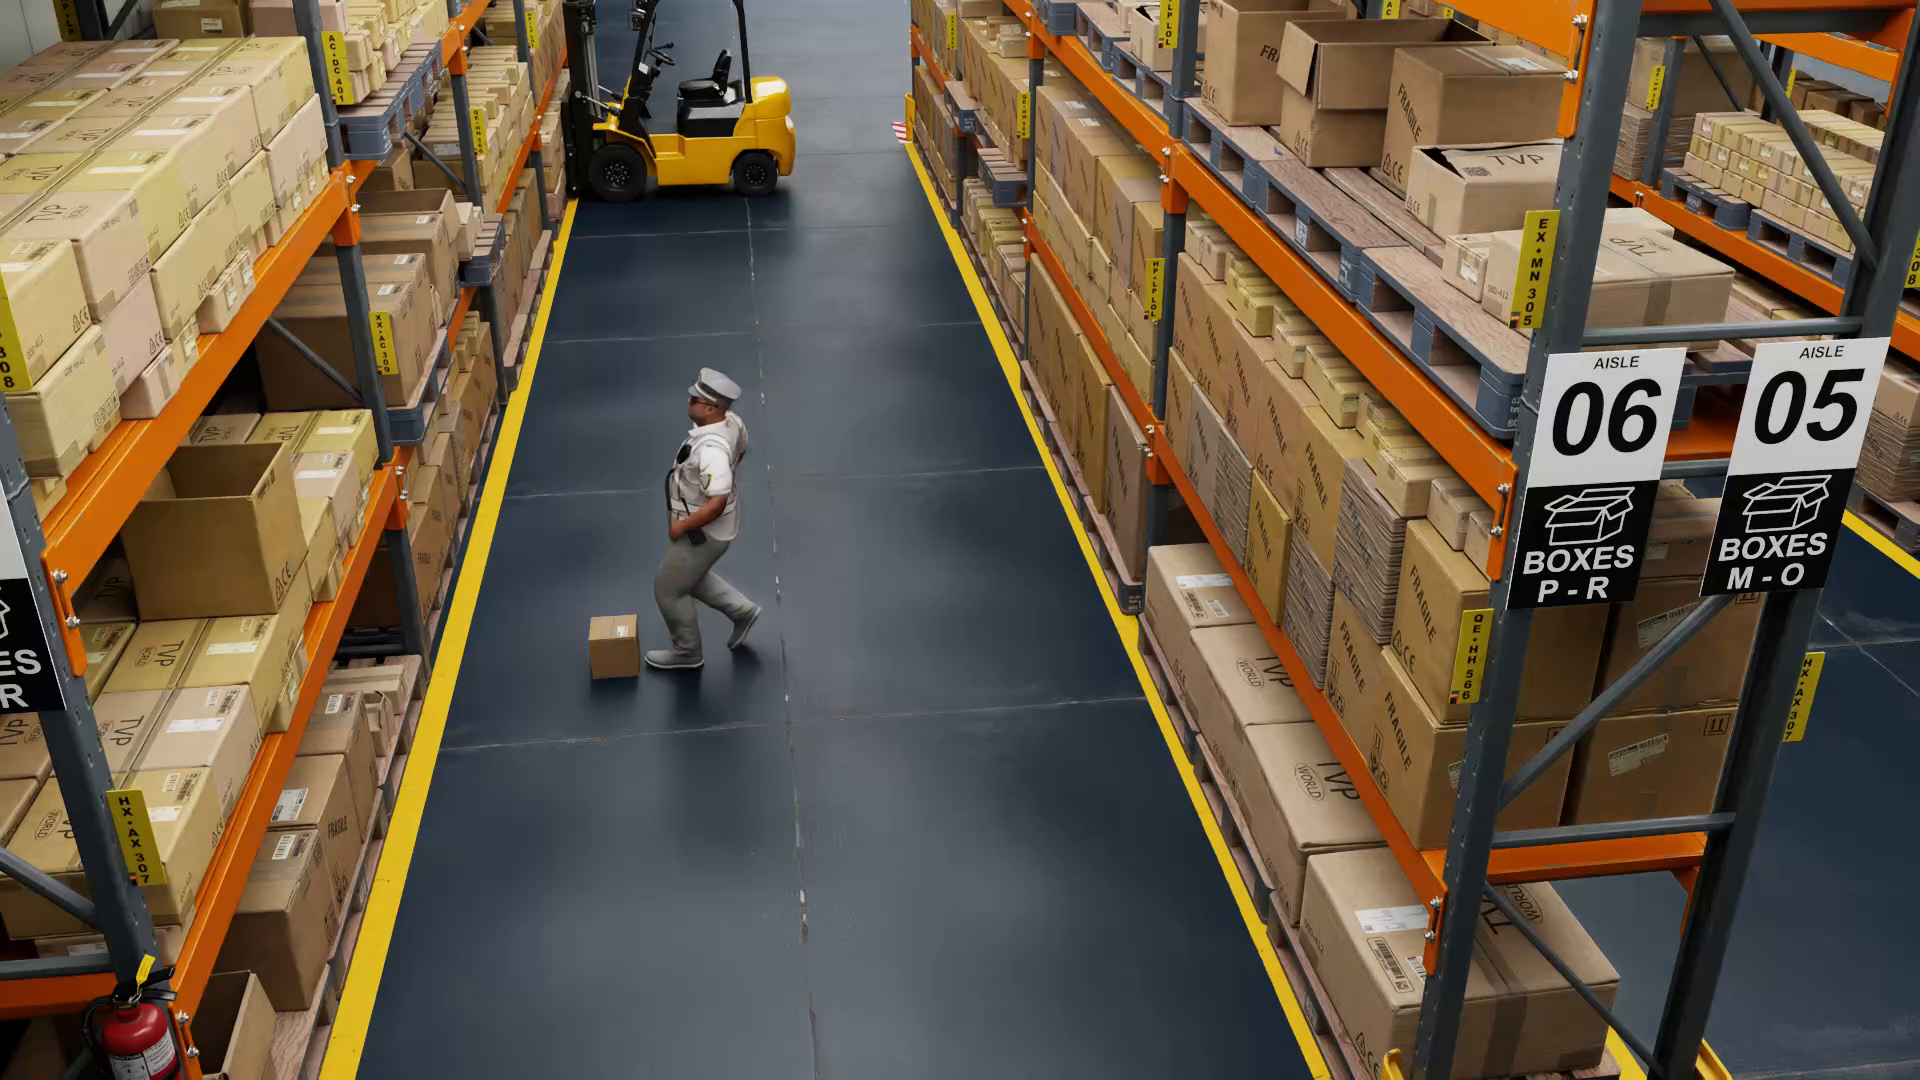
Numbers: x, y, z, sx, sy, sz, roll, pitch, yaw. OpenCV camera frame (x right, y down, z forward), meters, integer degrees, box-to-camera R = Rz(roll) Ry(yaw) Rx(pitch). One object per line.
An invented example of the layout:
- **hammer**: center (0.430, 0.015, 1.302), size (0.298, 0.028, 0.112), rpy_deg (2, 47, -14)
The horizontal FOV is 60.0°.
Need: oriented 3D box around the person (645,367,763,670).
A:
- **person**: center (-1.415, -0.088, 8.808), size (0.648, 1.755, 0.702), rpy_deg (0, 27, -1)
